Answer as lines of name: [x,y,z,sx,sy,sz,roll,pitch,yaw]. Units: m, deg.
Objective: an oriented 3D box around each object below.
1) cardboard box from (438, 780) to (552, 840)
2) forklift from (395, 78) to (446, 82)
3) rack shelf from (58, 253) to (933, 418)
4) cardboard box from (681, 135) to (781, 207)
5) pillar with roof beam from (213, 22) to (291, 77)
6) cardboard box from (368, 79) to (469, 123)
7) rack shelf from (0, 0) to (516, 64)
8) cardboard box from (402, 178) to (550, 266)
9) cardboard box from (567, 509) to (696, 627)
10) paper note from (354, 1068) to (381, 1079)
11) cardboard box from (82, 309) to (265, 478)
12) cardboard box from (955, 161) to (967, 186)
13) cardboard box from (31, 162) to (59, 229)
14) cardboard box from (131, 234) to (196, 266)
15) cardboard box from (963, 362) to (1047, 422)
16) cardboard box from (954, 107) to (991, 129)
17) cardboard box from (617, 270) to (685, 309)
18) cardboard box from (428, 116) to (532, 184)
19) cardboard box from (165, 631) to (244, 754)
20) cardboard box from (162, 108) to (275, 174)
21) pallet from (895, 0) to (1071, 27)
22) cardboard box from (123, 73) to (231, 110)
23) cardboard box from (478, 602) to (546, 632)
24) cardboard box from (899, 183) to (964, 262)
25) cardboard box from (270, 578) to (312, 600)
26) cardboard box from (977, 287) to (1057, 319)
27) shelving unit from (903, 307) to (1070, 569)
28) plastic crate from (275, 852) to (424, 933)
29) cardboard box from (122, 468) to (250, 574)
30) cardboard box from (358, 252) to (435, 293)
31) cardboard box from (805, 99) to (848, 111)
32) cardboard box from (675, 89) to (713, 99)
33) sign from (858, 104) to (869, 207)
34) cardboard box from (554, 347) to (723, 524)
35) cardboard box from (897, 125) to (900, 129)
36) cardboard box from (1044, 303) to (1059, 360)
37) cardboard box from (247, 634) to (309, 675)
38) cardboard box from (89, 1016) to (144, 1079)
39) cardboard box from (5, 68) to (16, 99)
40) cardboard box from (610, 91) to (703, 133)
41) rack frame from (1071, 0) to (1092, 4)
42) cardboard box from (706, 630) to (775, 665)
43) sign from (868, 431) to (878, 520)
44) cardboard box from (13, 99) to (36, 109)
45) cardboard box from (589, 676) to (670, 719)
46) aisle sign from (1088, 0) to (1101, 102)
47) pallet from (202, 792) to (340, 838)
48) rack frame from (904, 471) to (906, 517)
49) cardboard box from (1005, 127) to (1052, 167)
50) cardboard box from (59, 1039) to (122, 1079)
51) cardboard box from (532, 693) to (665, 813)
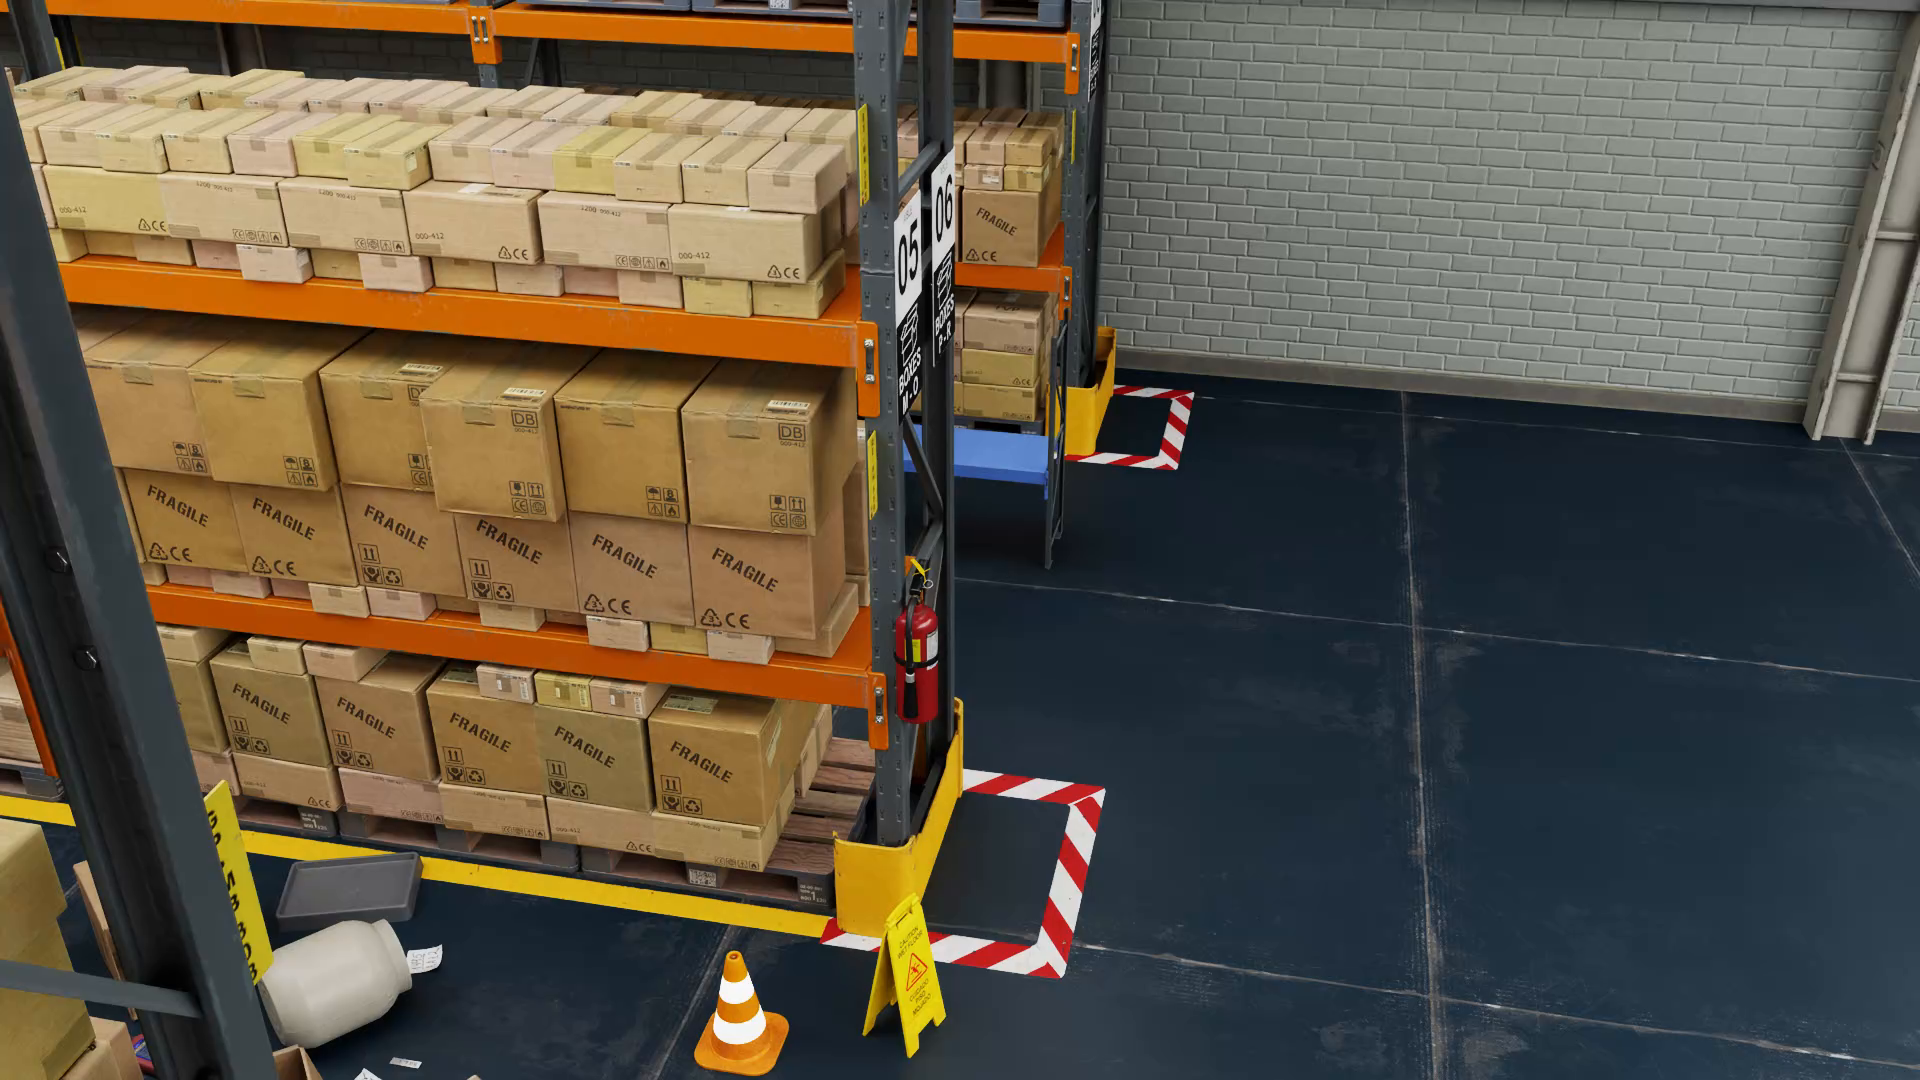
cardboard box: [-2.054,1.109,7.688,0.500,0.250,0.500,5,29,9]
forklift: [-2.697,-0.838,8.891,1.130,2.935,3.031,-20,35,-32]
rack shelf: [-2.145,-1.053,6.838,4.000,0.370,1.077,6,29,11]
cardboard box: [-0.826,-1.347,6.056,0.250,0.149,0.380,6,29,11]
pillar with roof beam: [-6.416,-3.888,8.144,0.400,9.000,9.100,6,29,11]
cardboard box: [-2.209,-1.769,6.827,0.250,0.149,0.380,6,29,11]
rack shelf: [-5.024,-3.786,11.829,4.000,0.370,1.077,6,29,11]
cardboard box: [-1.746,-1.258,6.310,0.500,0.250,0.500,7,29,12]
cardboard box: [-1.266,-0.004,6.882,0.500,0.500,0.500,6,29,11]
paper note: [-2.329,2.139,6.484,0.142,0.019,0.148,17,33,28]
cardboard box: [-3.221,-0.659,7.037,0.500,0.500,0.700,6,29,11]
cardboard box: [-0.051,-2.482,11.042,0.250,0.149,0.380,6,29,12]
cardboard box: [-3.728,-1.461,6.680,0.500,0.250,0.500,5,29,9]
cardboard box: [-3.101,-1.243,6.697,0.250,0.149,0.380,7,29,12]
cardboard box: [0.318,-1.061,11.652,0.500,0.250,0.500,6,29,11]
cardboard box: [0.050,-2.839,11.384,0.250,0.149,0.380,6,29,12]
cardboard box: [-1.100,-1.015,6.280,0.250,0.149,0.380,7,29,12]
cardboard box: [-1.805,-1.480,6.299,0.250,0.149,0.380,5,29,9]
cardboard box: [-3.580,0.625,7.791,0.500,0.500,0.500,7,30,13]
cardboard box: [-2.840,-1.541,6.410,0.250,0.149,0.380,5,29,9]
pallet: [0.158,-3.544,10.730,1.213,0.211,1.003,6,29,11]
cardboard box: [-3.239,-1.821,6.923,0.250,0.149,0.380,7,29,12]
cardboard box: [-1.865,0.225,7.138,0.250,0.149,0.380,6,29,10]
cardboard box: [-0.198,-2.210,11.221,0.500,0.500,0.500,7,29,12]
cardboard box: [-2.834,0.105,7.357,0.250,0.149,0.380,6,29,10]
cardboard box: [0.413,-1.738,11.847,0.500,0.250,0.500,5,29,10]
shelving unit: [0.083,-0.649,10.036,1.048,1.500,0.538,6,29,11]
plastic crate: [-2.737,1.570,7.462,0.583,0.080,0.402,-4,29,-7]
cardboard box: [-3.233,-0.213,7.264,0.500,0.500,0.500,6,29,10]
cardboard box: [-2.108,-1.095,6.427,0.250,0.149,0.380,6,29,10]
cardboard box: [-0.947,-2.945,11.579,0.250,0.149,0.380,6,29,11]
cardboard box: [-1.937,-3.093,11.849,0.250,0.149,0.380,5,29,10]
sign: [-0.325,-1.298,5.613,0.005,0.325,0.100,6,29,11]
cardboard box: [-1.228,-0.468,6.689,0.500,0.500,0.700,6,29,11]
cardboard box: [-0.566,-2.637,11.016,0.250,0.149,0.380,7,29,12]
cardboard box: [0.427,-1.526,11.981,0.500,0.250,0.500,6,29,11]
cardboard box: [-2.968,0.432,7.468,0.250,0.149,0.380,7,29,13]
cardboard box: [-3.352,2.106,5.900,0.503,0.637,0.797,6,29,11]
cardboard box: [-4.589,-1.934,7.417,0.500,0.250,0.500,5,29,9]
cardboard box: [-1.206,-1.671,6.648,0.250,0.149,0.380,6,29,10]
rack frame: [0.844,-4.815,9.837,0.127,3.000,1.000,6,29,11]
cardboard box: [-0.871,0.347,6.915,0.250,0.149,0.380,6,29,10]
sign: [-0.325,-0.240,6.192,0.005,0.325,0.100,6,29,11]
cardboard box: [-3.861,-1.624,6.562,0.250,0.149,0.380,5,29,10]
cardboard box: [-1.400,0.593,7.175,0.250,0.149,0.380,7,29,12]
aisle sign: [0.847,-3.180,10.389,0.004,0.787,0.394,6,29,11]
pallet: [-3.437,1.020,8.328,1.213,0.211,1.003,6,29,11]
rack frame: [-0.414,-0.700,10.129,0.032,1.500,0.500,6,29,11]
cardboard box: [0.449,-2.580,10.911,0.250,0.149,0.380,6,29,11]
cardboard box: [-1.392,0.864,2.307,0.250,0.149,0.380,6,29,11]
cardboard box: [-1.538,0.832,7.414,0.500,0.500,0.500,7,29,12]
